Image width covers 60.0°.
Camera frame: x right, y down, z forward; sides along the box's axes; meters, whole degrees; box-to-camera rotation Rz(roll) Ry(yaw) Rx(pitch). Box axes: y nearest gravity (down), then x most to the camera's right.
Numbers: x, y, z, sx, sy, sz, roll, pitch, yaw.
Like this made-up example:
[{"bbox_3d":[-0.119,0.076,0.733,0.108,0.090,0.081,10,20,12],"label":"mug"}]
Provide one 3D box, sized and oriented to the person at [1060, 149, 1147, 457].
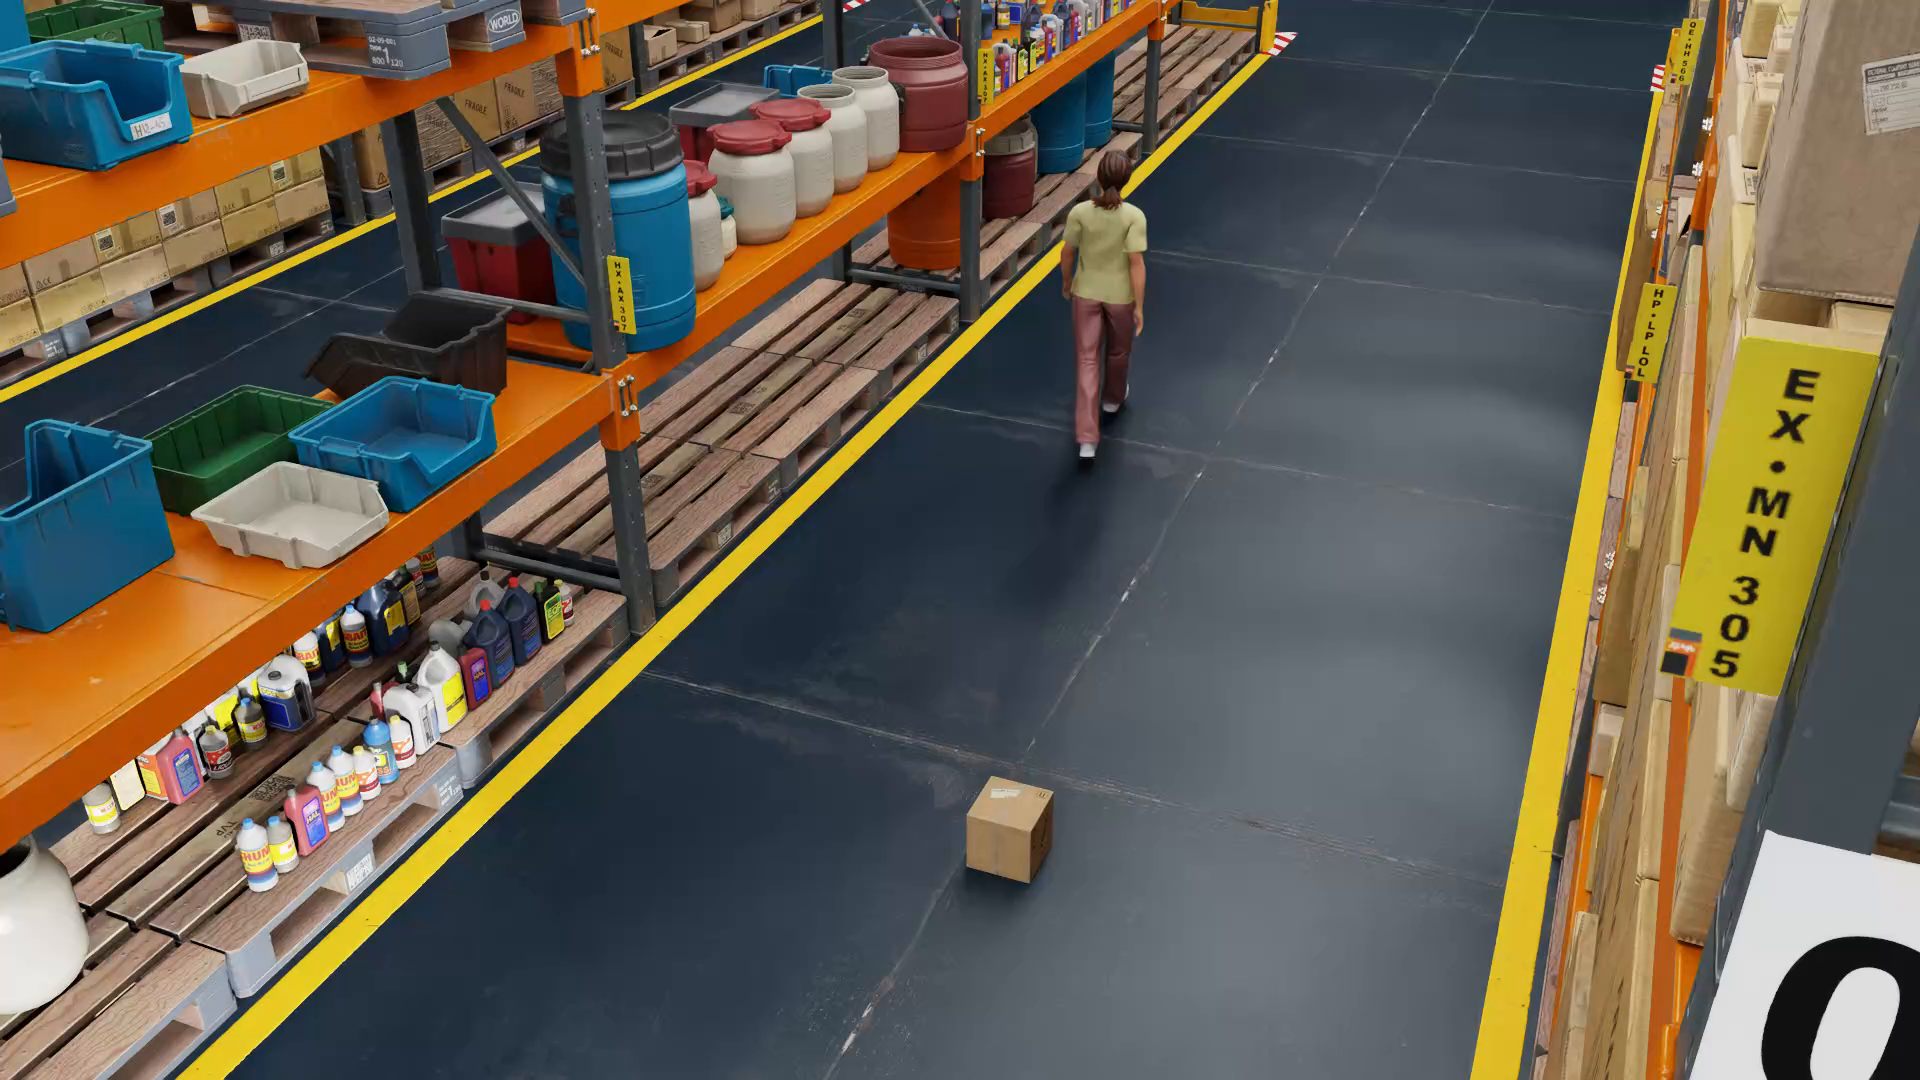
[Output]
[{"bbox_3d":[0.767,-1.325,8.958,0.465,1.609,1.021,4,30,7],"label":"person"}]
